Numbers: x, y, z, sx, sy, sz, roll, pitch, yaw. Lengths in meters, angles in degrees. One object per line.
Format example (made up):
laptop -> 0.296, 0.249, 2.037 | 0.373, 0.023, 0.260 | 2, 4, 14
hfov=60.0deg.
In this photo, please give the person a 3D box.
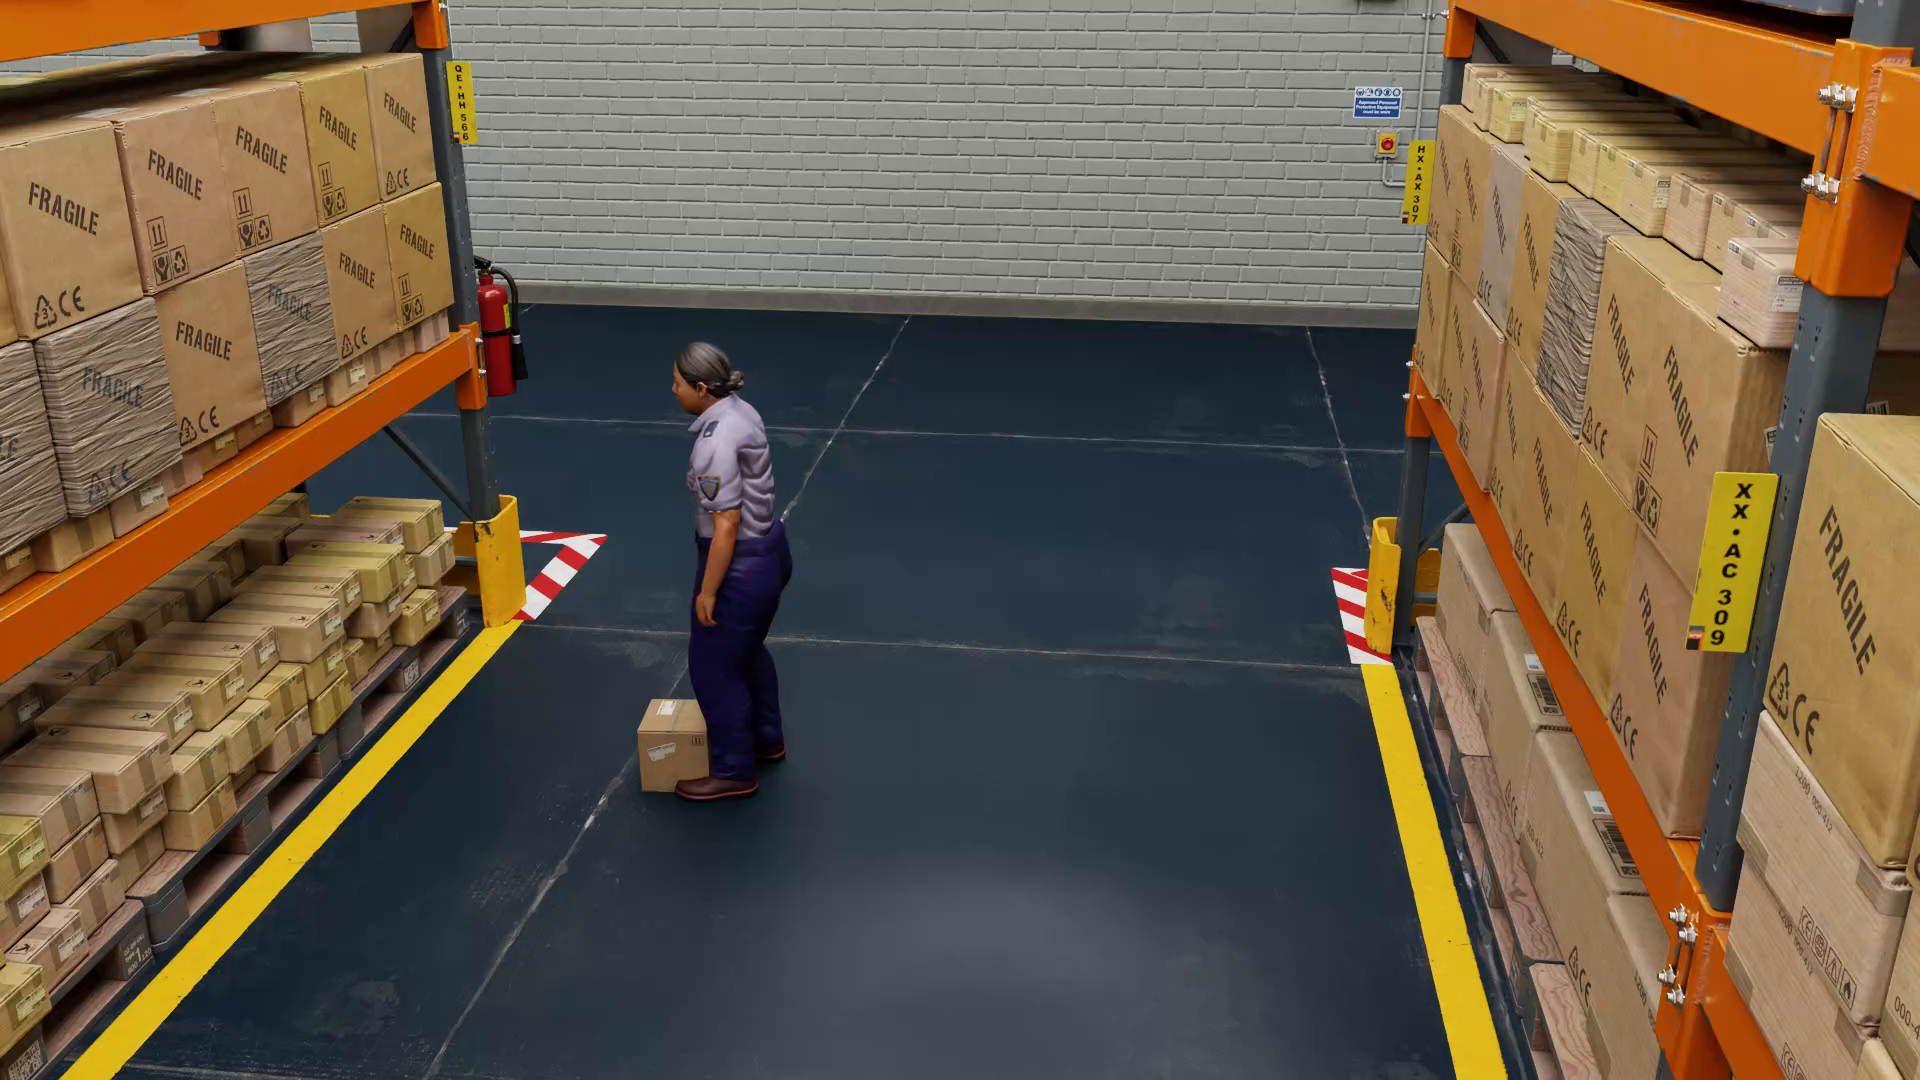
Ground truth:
person -> -0.810, 0.113, 5.822 | 0.413, 1.638, 0.541 | 3, 21, 6
